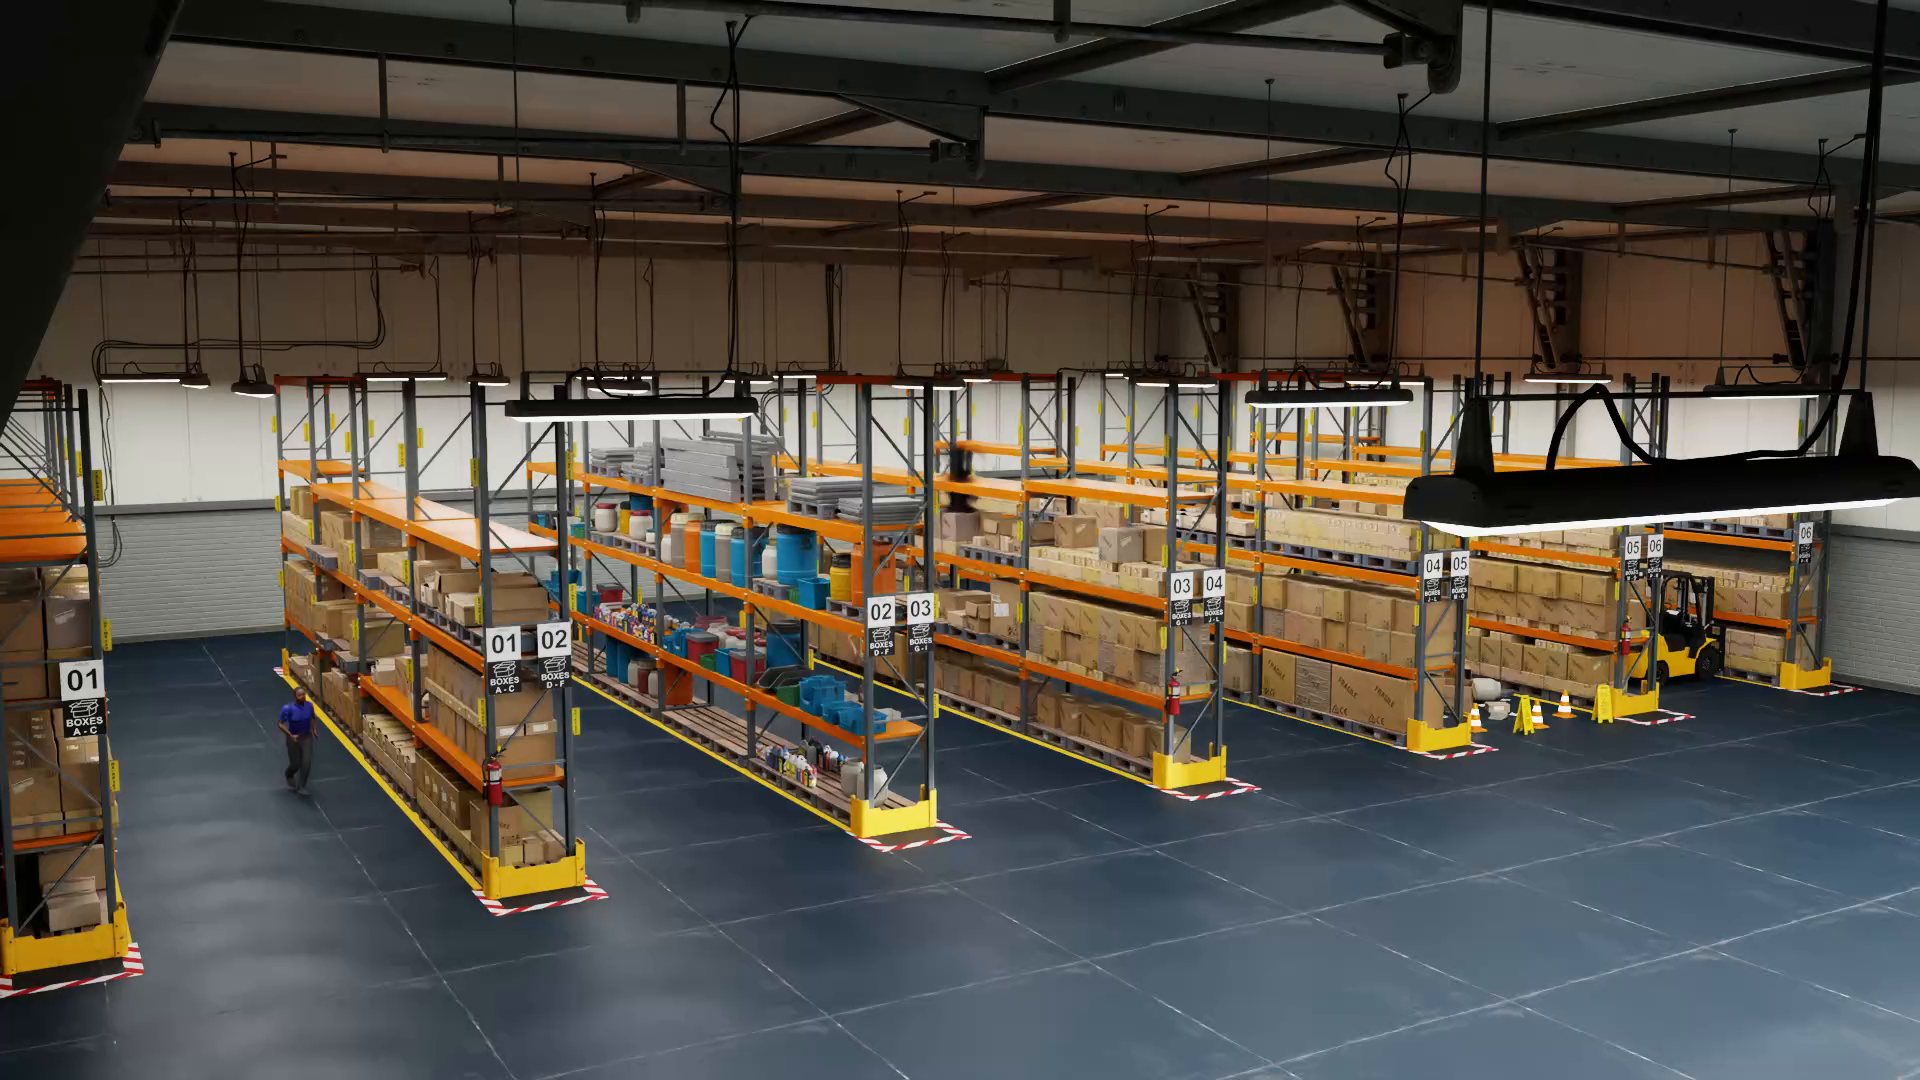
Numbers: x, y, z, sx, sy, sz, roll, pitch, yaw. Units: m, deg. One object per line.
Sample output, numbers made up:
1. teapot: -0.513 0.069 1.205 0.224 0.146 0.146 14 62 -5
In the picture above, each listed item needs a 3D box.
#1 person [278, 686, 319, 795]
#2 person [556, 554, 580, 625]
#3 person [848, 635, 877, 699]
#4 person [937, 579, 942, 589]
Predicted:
1. person: -9.646 2.903 24.229 0.573 1.602 0.606 -5 8 -40
2. person: -9.330 1.151 39.679 0.598 1.714 0.712 0 6 -2
3. person: -1.686 2.164 30.532 0.559 1.687 0.687 -5 8 -37
4. person: -0.564 1.588 36.196 0.537 1.606 0.733 -3 7 -27
